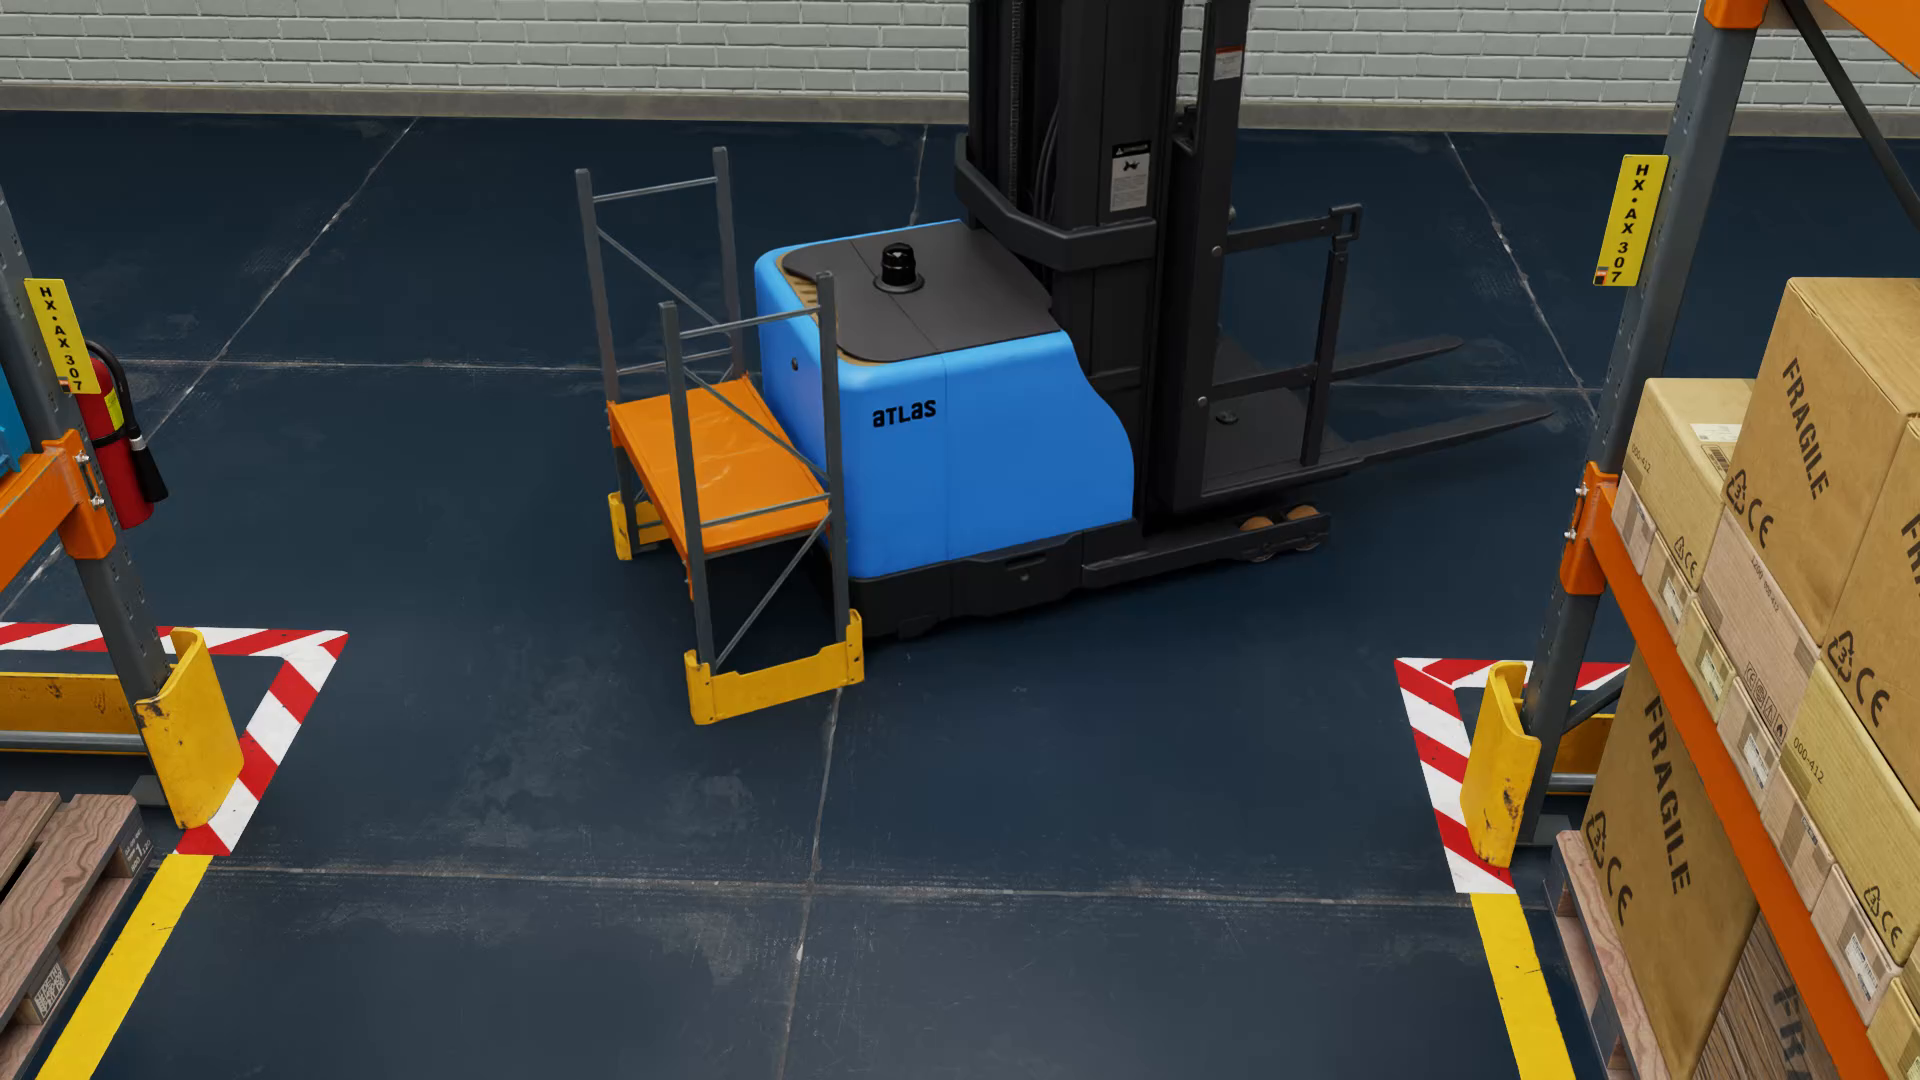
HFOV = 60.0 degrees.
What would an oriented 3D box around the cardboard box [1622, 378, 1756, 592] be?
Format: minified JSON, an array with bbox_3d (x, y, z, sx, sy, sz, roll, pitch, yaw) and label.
[{"bbox_3d":[1.826,-0.129,3.696,0.500,0.250,0.500,0,35,1],"label":"cardboard box"}]

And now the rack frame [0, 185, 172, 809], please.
[{"bbox_3d":[-2.834,-0.452,4.285,1.000,3.000,0.127,1,35,2],"label":"rack frame"}]

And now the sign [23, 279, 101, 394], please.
[{"bbox_3d":[-2.283,-0.516,4.233,0.100,0.325,0.005,1,35,2],"label":"sign"}]

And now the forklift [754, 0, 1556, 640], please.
[{"bbox_3d":[0.835,-1.388,5.676,3.031,2.935,1.130,-13,37,-17],"label":"forklift"}]

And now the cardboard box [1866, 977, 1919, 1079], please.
[{"bbox_3d":[1.711,0.845,2.658,0.380,0.149,0.250,0,35,1],"label":"cardboard box"}]

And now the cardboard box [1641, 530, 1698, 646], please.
[{"bbox_3d":[1.762,0.109,3.705,0.380,0.149,0.250,1,35,1],"label":"cardboard box"}]

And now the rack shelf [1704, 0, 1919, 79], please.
[{"bbox_3d":[2.035,-0.122,1.832,1.077,0.370,4.000,1,35,2],"label":"rack shelf"}]

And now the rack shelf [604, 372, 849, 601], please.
[{"bbox_3d":[-0.797,-0.207,5.553,0.538,0.185,1.000,-14,38,-19],"label":"rack shelf"}]

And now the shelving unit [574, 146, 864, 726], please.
[{"bbox_3d":[-0.801,-0.359,5.457,0.587,1.500,1.083,-14,38,-19],"label":"shelving unit"}]

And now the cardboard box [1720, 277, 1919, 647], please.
[{"bbox_3d":[1.806,-0.148,3.072,0.500,0.500,0.500,1,35,1],"label":"cardboard box"}]

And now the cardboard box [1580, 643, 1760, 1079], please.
[{"bbox_3d":[2.169,0.729,4.087,0.875,0.875,0.875,1,35,2],"label":"cardboard box"}]

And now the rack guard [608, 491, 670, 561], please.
[{"bbox_3d":[-1.001,-0.110,6.189,0.587,0.250,0.087,-14,38,-19],"label":"rack guard"}]

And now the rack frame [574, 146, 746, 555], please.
[{"bbox_3d":[-1.001,-0.622,5.831,0.500,1.500,0.032,-14,38,-19],"label":"rack frame"}]

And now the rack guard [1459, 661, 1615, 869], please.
[{"bbox_3d":[2.116,0.671,4.861,1.175,0.500,0.348,1,35,2],"label":"rack guard"}]

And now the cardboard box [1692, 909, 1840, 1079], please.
[{"bbox_3d":[2.133,1.252,3.343,0.875,0.875,0.875,1,35,2],"label":"cardboard box"}]

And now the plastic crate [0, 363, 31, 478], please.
[{"bbox_3d":[-2.661,-0.295,3.978,0.616,0.435,0.499,1,35,2],"label":"plastic crate"}]

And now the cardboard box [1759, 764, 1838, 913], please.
[{"bbox_3d":[1.732,0.552,3.075,0.380,0.149,0.250,1,35,1],"label":"cardboard box"}]

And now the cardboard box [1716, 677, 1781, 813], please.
[{"bbox_3d":[1.743,0.406,3.283,0.380,0.149,0.250,1,35,1],"label":"cardboard box"}]

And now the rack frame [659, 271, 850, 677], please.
[{"bbox_3d":[-0.593,-0.087,5.069,0.500,1.500,0.032,-14,38,-19],"label":"rack frame"}]

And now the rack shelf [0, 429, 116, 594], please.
[{"bbox_3d":[-2.914,0.991,2.857,1.077,0.370,4.000,1,35,2],"label":"rack shelf"}]

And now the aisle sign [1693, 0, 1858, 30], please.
[{"bbox_3d":[1.818,-1.450,3.443,0.394,0.787,0.004,1,35,2],"label":"aisle sign"}]

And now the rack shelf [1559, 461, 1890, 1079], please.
[{"bbox_3d":[2.035,1.105,2.694,1.077,0.370,4.000,1,35,2],"label":"rack shelf"}]

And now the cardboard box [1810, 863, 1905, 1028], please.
[{"bbox_3d":[1.722,0.700,2.864,0.380,0.149,0.250,1,35,1],"label":"cardboard box"}]

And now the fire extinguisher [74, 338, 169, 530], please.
[{"bbox_3d":[-2.374,-0.344,4.523,0.296,0.674,0.183,1,35,2],"label":"fire extinguisher"}]

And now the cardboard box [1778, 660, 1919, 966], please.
[{"bbox_3d":[1.788,0.459,2.861,0.500,0.250,0.500,0,35,0],"label":"cardboard box"}]

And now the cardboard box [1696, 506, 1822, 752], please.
[{"bbox_3d":[1.812,0.170,3.271,0.500,0.250,0.500,1,35,1],"label":"cardboard box"}]

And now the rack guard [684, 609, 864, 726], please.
[{"bbox_3d":[-0.600,0.414,5.443,0.587,0.250,0.087,-14,38,-19],"label":"rack guard"}]

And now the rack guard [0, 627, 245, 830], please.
[{"bbox_3d":[-2.846,0.556,5.024,1.175,0.500,0.348,1,35,2],"label":"rack guard"}]

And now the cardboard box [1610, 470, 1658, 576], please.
[{"bbox_3d":[1.771,-0.039,3.915,0.380,0.149,0.250,2,35,2],"label":"cardboard box"}]

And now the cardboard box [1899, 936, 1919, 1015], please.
[{"bbox_3d":[1.772,0.758,2.434,0.500,0.250,0.500,1,35,1],"label":"cardboard box"}]

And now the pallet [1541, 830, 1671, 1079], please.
[{"bbox_3d":[2.161,1.264,4.268,1.003,0.211,1.213,1,35,2],"label":"pallet"}]

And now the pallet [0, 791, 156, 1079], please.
[{"bbox_3d":[-2.906,1.161,4.414,1.003,0.211,1.213,1,35,2],"label":"pallet"}]

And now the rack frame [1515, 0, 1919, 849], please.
[{"bbox_3d":[2.115,-0.338,4.122,1.000,3.000,0.127,1,35,2],"label":"rack frame"}]

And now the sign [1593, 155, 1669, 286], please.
[{"bbox_3d":[1.561,-0.741,3.874,0.100,0.325,0.005,1,35,2],"label":"sign"}]

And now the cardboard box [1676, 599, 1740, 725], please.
[{"bbox_3d":[1.752,0.256,3.496,0.380,0.149,0.250,1,35,1],"label":"cardboard box"}]

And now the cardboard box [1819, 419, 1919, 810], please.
[{"bbox_3d":[1.791,0.149,2.648,0.500,0.500,0.500,0,35,1],"label":"cardboard box"}]
